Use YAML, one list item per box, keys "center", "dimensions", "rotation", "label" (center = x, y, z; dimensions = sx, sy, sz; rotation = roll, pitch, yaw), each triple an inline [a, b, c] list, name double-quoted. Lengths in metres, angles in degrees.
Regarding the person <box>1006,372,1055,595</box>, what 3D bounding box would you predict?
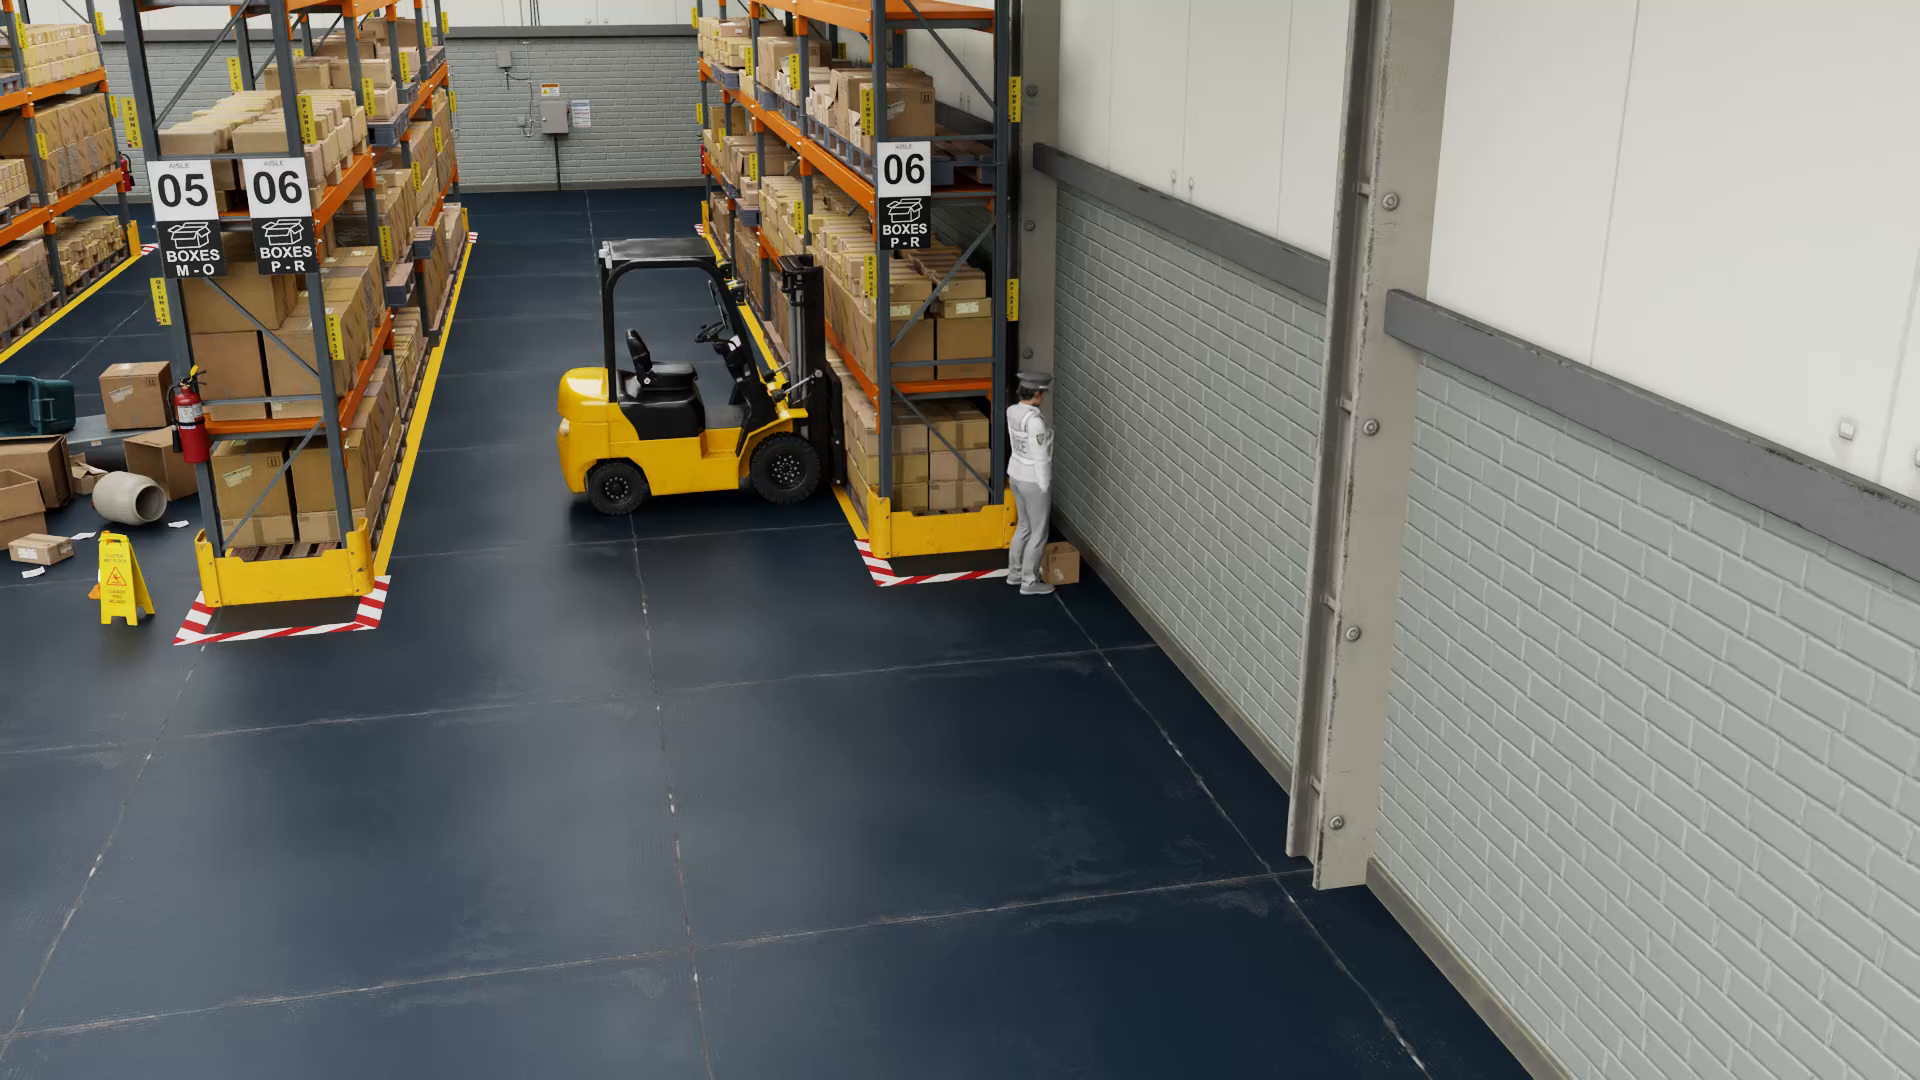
- center: [0.518, -0.428, 12.276]
  dimensions: [0.327, 1.661, 0.473]
  rotation: [-8, 21, -22]
  label: "person"
